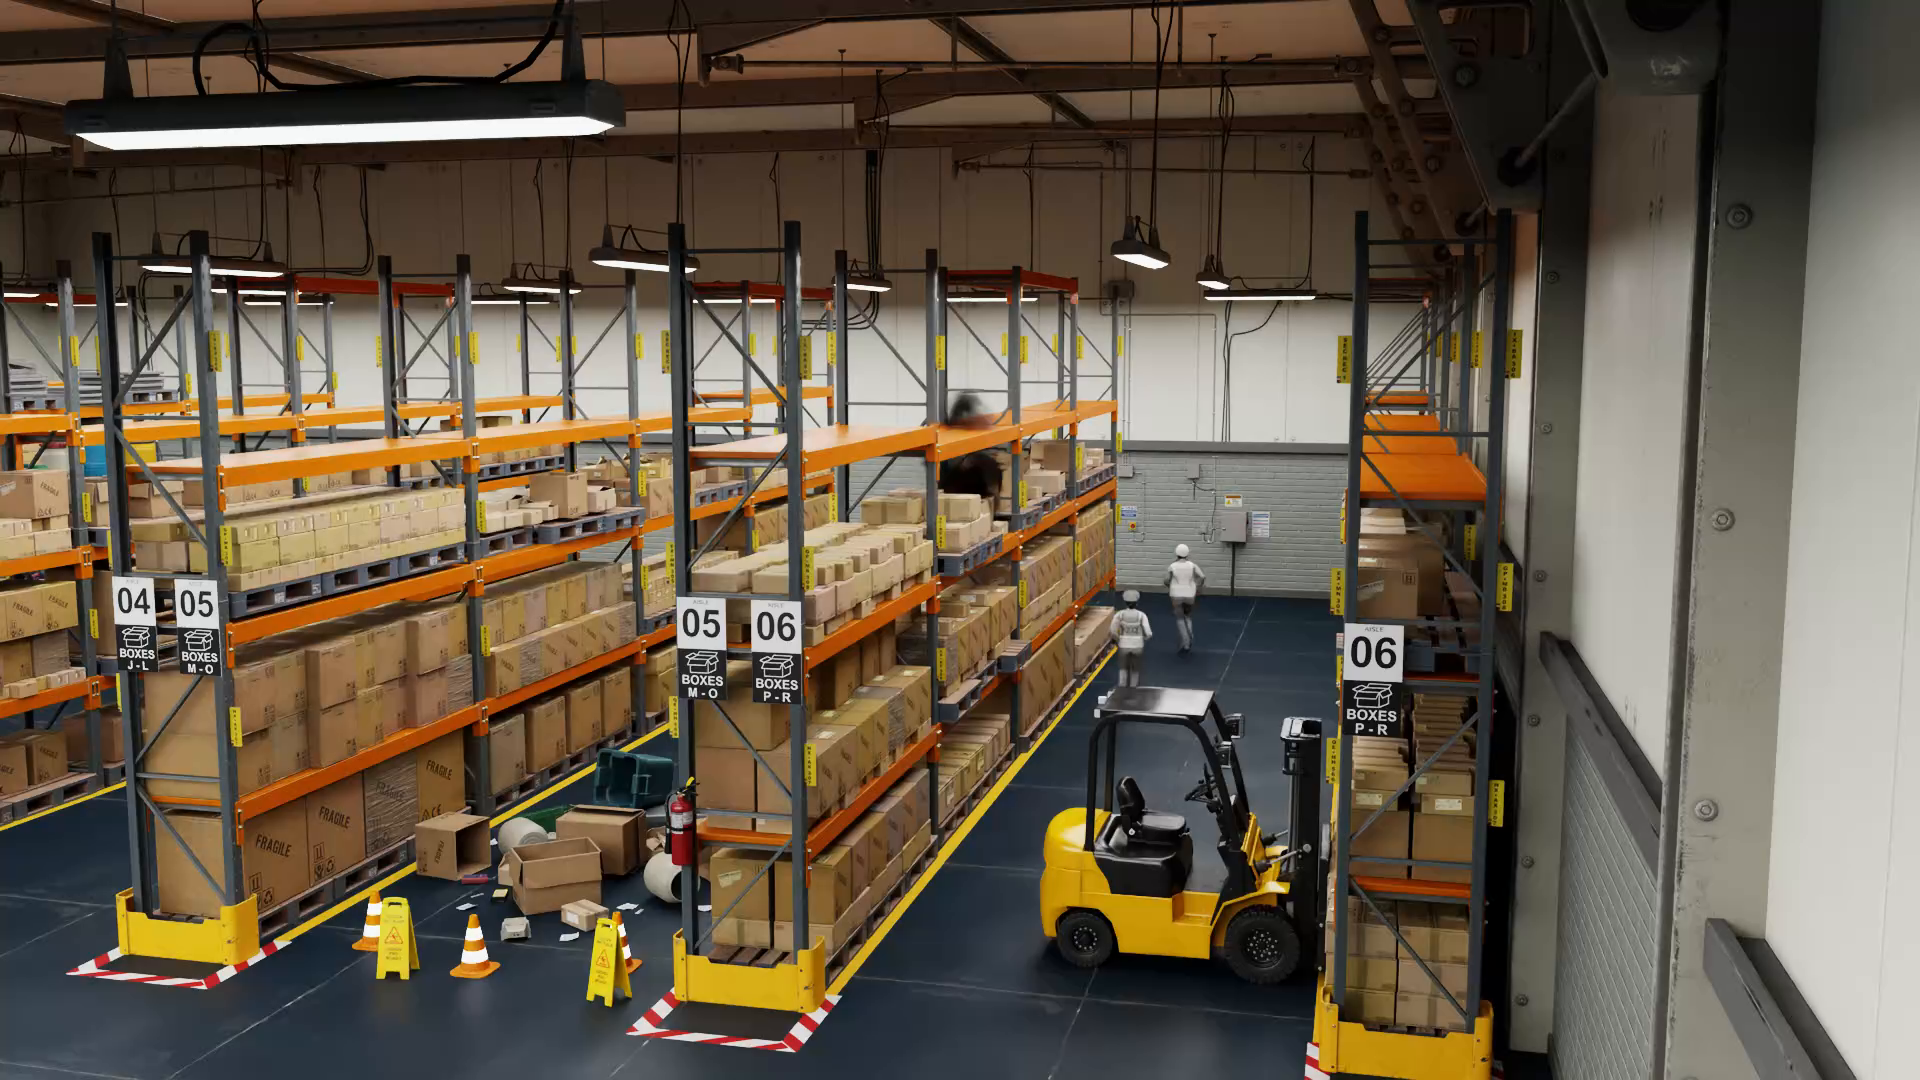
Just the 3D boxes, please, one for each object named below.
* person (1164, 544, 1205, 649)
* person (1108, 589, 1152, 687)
[{"bbox_3d":[3.693,0.942,27.565,0.637,1.766,0.668,-1,7,-8],"label":"person"},{"bbox_3d":[2.391,1.508,23.317,0.605,1.649,0.569,1,7,10],"label":"person"}]
